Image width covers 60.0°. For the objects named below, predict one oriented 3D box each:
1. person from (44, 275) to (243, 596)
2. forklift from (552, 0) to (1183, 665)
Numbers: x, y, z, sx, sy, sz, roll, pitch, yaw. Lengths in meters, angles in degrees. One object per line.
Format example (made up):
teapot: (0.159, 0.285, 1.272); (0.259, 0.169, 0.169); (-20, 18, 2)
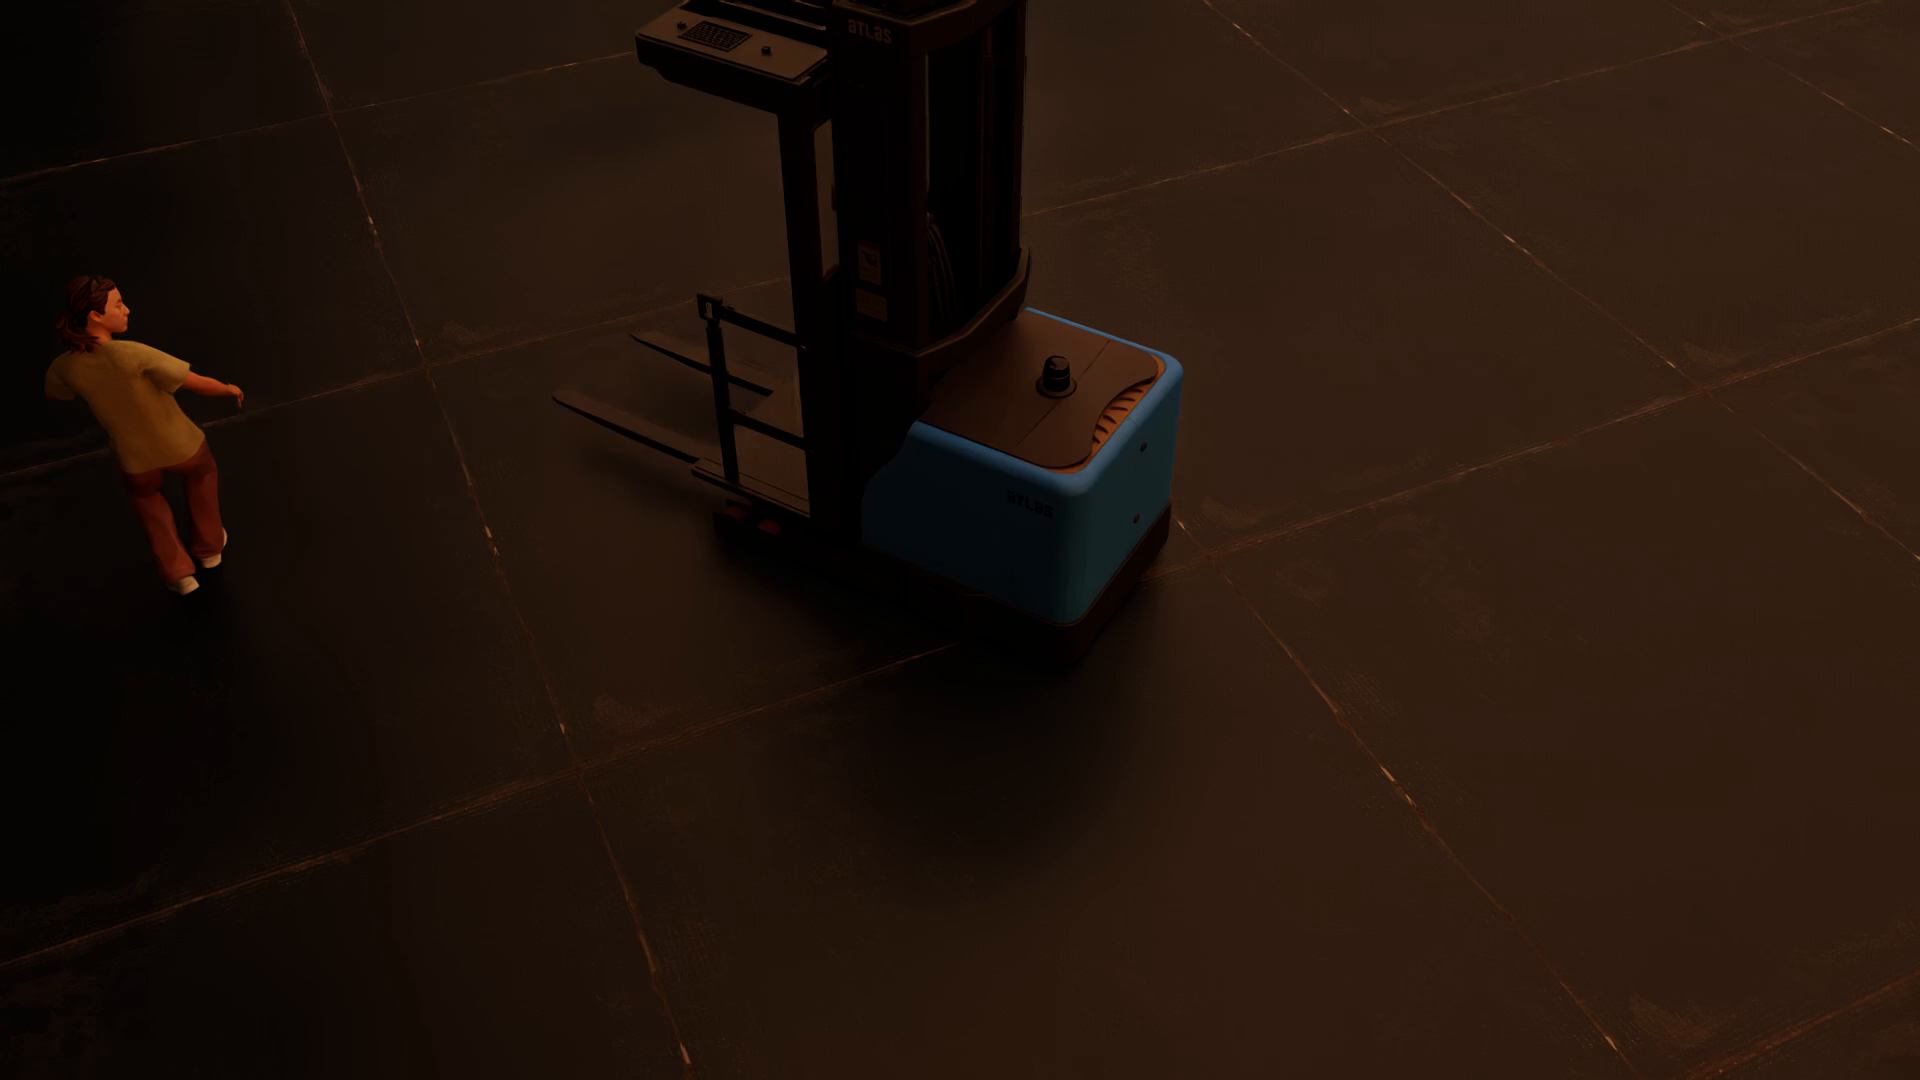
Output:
person: (-3.474, -0.487, 7.201); (0.740, 1.570, 0.683); (-11, 44, -11)
forklift: (-0.562, -1.291, 7.064); (3.031, 2.935, 1.130); (22, 47, 22)
